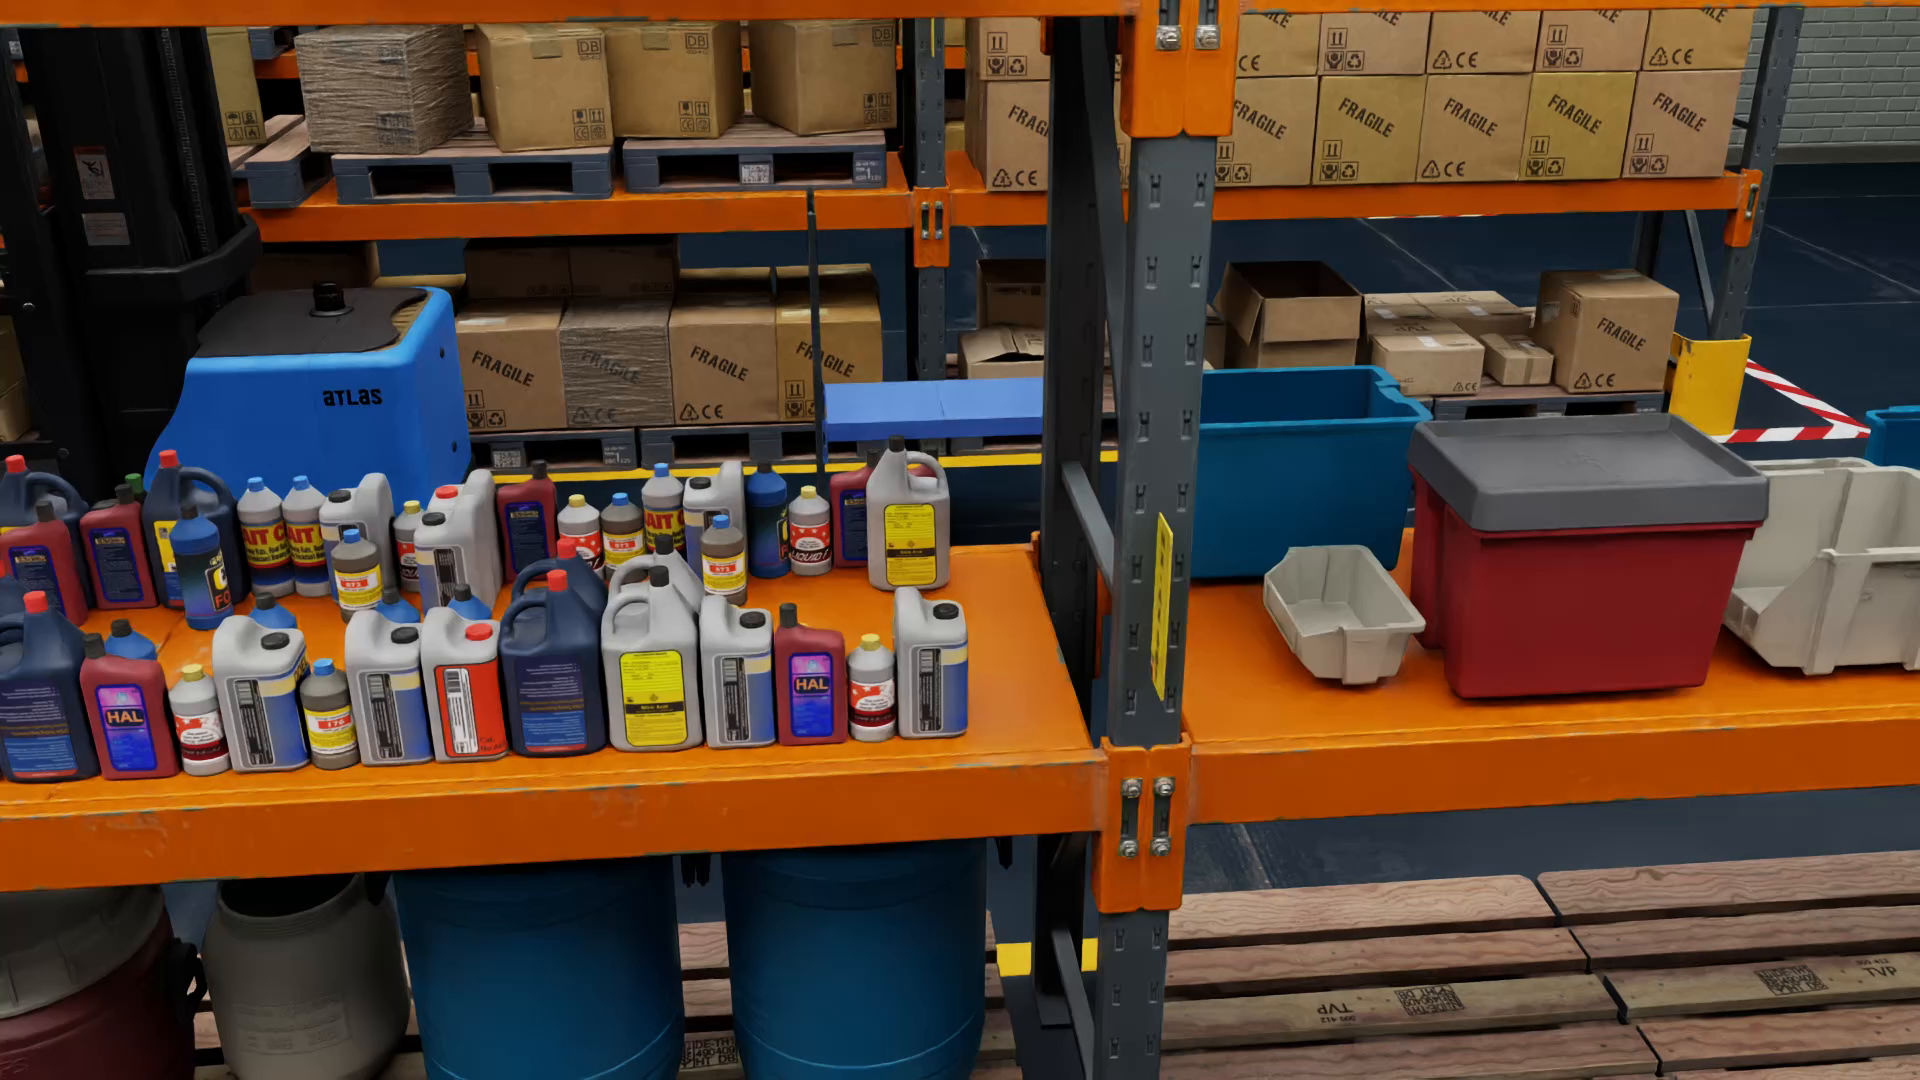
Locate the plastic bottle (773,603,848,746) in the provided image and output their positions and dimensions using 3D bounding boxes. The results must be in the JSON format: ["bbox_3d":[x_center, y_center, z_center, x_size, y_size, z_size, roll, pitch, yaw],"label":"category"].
[{"bbox_3d":[-0.282,0.251,3.136,0.133,0.283,0.061,-2,24,-5],"label":"plastic bottle"}]

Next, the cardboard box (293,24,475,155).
[{"bbox_3d":[-2.615,-2.087,7.612,0.500,0.500,0.700,2,24,5],"label":"cardboard box"}]

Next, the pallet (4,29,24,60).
[{"bbox_3d":[-6.616,-3.638,11.978,1.213,0.211,1.003,-2,24,-5],"label":"pallet"}]

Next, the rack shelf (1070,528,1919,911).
[{"bbox_3d":[2.295,0.272,3.830,4.000,0.370,1.077,-2,24,-5],"label":"rack shelf"}]

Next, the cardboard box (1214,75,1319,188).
[{"bbox_3d":[1.362,-1.975,7.878,0.500,0.500,0.500,-2,24,-5],"label":"cardboard box"}]

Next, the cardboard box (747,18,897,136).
[{"bbox_3d":[-0.672,-2.288,8.064,0.500,0.500,0.700,-11,26,-23],"label":"cardboard box"}]

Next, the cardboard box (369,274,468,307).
[{"bbox_3d":[-2.737,-1.031,8.412,0.500,0.500,0.500,-3,24,-7],"label":"cardboard box"}]

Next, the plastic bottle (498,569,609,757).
[{"bbox_3d":[-0.762,0.222,3.117,0.185,0.351,0.144,-2,24,-5],"label":"plastic bottle"}]

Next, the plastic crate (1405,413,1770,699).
[{"bbox_3d":[1.217,0.033,3.331,0.583,0.464,0.402,-2,24,-5],"label":"plastic crate"}]

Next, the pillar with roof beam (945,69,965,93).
[{"bbox_3d":[0.365,-5.360,8.229,0.400,9.000,9.100,-2,24,-5],"label":"pillar with roof beam"}]

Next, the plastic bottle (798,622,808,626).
[{"bbox_3d":[-0.308,0.257,3.223,0.097,0.201,0.097,0,24,0],"label":"plastic bottle"}]

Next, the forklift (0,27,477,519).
[{"bbox_3d":[-3.588,-1.180,6.296,3.031,2.935,1.130,-3,24,-6],"label":"forklift"}]

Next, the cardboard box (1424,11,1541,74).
[{"bbox_3d":[2.368,-2.469,7.758,0.500,0.500,0.500,-2,24,-4],"label":"cardboard box"}]

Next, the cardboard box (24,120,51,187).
[{"bbox_3d":[-4.526,-1.782,7.675,0.500,0.311,0.500,-1,24,-2],"label":"cardboard box"}]

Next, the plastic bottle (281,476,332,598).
[{"bbox_3d":[-1.464,-0.013,3.746,0.097,0.271,0.097,0,24,0],"label":"plastic bottle"}]

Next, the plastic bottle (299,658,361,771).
[{"bbox_3d":[-1.168,0.316,3.090,0.097,0.201,0.097,0,24,0],"label":"plastic bottle"}]

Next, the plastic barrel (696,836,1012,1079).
[{"bbox_3d":[-0.239,0.805,3.812,0.708,0.901,0.600,-2,24,-5],"label":"plastic barrel"}]

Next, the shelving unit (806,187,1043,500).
[{"bbox_3d":[-0.085,-0.682,6.938,1.048,1.500,0.538,-2,24,-5],"label":"shelving unit"}]

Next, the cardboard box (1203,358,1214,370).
[{"bbox_3d":[1.120,-0.853,8.423,0.250,0.166,0.380,-2,24,-5],"label":"cardboard box"}]

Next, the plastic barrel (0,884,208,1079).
[{"bbox_3d":[-2.067,1.022,3.710,0.708,0.588,0.600,-2,24,-5],"label":"plastic barrel"}]

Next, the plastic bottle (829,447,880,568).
[{"bbox_3d":[-0.235,-0.076,3.871,0.133,0.283,0.061,-2,24,-5],"label":"plastic bottle"}]

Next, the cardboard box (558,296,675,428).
[{"bbox_3d":[-1.634,-0.866,8.041,0.500,0.500,0.500,-2,24,-4],"label":"cardboard box"}]

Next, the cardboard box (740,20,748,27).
[{"bbox_3d":[-1.611,-4.027,12.103,0.500,0.500,0.500,-2,24,-5],"label":"cardboard box"}]

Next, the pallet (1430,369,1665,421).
[{"bbox_3d":[2.933,-0.829,8.855,1.213,0.211,1.003,-2,24,-5],"label":"pallet"}]

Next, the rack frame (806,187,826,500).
[{"bbox_3d":[-0.591,-0.662,6.892,0.032,1.500,0.500,-2,24,-5],"label":"rack frame"}]

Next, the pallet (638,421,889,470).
[{"bbox_3d":[-0.985,-0.657,8.468,1.213,0.211,1.003,-2,24,-5],"label":"pallet"}]

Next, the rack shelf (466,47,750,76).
[{"bbox_3d":[-2.660,-3.572,12.480,4.000,0.370,1.077,-2,24,-5],"label":"rack shelf"}]

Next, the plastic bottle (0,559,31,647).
[{"bbox_3d":[-1.823,0.203,3.161,0.185,0.351,0.144,-2,24,-5],"label":"plastic bottle"}]

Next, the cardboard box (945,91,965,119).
[{"bbox_3d":[-0.079,-3.390,12.945,0.250,0.149,0.380,-2,24,-5],"label":"cardboard box"}]

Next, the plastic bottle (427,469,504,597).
[{"bbox_3d":[-1.115,-0.018,3.751,0.135,0.276,0.152,-2,24,-5],"label":"plastic bottle"}]

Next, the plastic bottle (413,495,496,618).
[{"bbox_3d":[-1.100,0.043,3.613,0.135,0.276,0.152,-2,24,-5],"label":"plastic bottle"}]

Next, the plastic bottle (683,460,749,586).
[{"bbox_3d":[-0.558,-0.041,3.801,0.135,0.276,0.152,-2,24,-5],"label":"plastic bottle"}]

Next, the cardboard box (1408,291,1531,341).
[{"bbox_3d":[2.735,-1.156,9.001,0.500,0.250,0.500,-2,24,-5],"label":"cardboard box"}]

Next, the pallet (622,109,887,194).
[{"bbox_3d":[-0.985,-1.903,8.075,1.213,0.211,1.003,-2,24,-5],"label":"pallet"}]

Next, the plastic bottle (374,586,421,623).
[{"bbox_3d":[-1.086,0.219,3.222,0.097,0.271,0.097,0,24,0],"label":"plastic bottle"}]

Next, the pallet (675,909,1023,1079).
[{"bbox_3d":[-0.468,1.312,4.039,1.213,0.211,1.003,-2,24,-5],"label":"pallet"}]

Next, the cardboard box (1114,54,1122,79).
[{"bbox_3d":[0.831,-2.407,7.619,0.500,0.500,0.500,-3,24,-7],"label":"cardboard box"}]

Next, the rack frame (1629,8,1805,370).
[{"bbox_3d":[3.802,-2.138,8.368,0.127,3.000,1.000,-2,24,-5],"label":"rack frame"}]

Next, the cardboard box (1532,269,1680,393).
[{"bbox_3d":[3.285,-1.076,8.514,0.500,0.500,0.500,-2,24,-5],"label":"cardboard box"}]

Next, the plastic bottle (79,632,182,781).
[{"bbox_3d":[-1.512,0.300,3.025,0.133,0.283,0.061,-2,24,-5],"label":"plastic bottle"}]

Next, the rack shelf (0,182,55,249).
[{"bbox_3d":[-6.150,-1.411,7.616,4.000,0.370,1.077,-2,24,-5],"label":"rack shelf"}]

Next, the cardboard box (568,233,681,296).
[{"bbox_3d":[-1.679,-1.420,8.363,0.500,0.250,0.500,-2,24,-5],"label":"cardboard box"}]

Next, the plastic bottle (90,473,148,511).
[{"bbox_3d":[-1.862,-0.010,3.724,0.133,0.283,0.061,-2,24,-5],"label":"plastic bottle"}]

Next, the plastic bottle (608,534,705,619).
[{"bbox_3d":[-0.593,0.157,3.265,0.185,0.351,0.144,-2,24,-5],"label":"plastic bottle"}]

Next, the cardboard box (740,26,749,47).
[{"bbox_3d":[-1.489,-3.736,12.246,0.250,0.149,0.380,-2,24,-3],"label":"cardboard box"}]

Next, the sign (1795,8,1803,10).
[{"bbox_3d":[3.836,-2.587,7.562,0.005,0.325,0.100,-2,24,-5],"label":"sign"}]

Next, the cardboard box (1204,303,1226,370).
[{"bbox_3d":[1.107,-1.119,8.842,0.500,0.311,0.500,-2,24,-5],"label":"cardboard box"}]

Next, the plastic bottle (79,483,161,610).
[{"bbox_3d":[-1.856,0.014,3.669,0.133,0.283,0.061,-2,24,-5],"label":"plastic bottle"}]

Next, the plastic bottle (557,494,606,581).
[{"bbox_3d":[-0.870,-0.005,3.813,0.097,0.201,0.097,0,24,0],"label":"plastic bottle"}]

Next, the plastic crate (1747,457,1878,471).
[{"bbox_3d":[2.008,-0.074,3.975,0.466,0.136,0.293,-2,24,-5],"label":"plastic crate"}]

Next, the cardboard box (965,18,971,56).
[{"bbox_3d":[0.299,-2.606,8.066,0.500,0.500,0.500,-2,24,-5],"label":"cardboard box"}]

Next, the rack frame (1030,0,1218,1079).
[{"bbox_3d":[0.304,0.023,3.504,0.127,3.000,1.000,-2,24,-5],"label":"rack frame"}]

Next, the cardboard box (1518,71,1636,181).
[{"bbox_3d":[2.867,-2.034,8.010,0.500,0.500,0.500,-2,24,-5],"label":"cardboard box"}]

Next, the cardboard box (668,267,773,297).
[{"bbox_3d":[-1.214,-1.091,8.547,0.500,0.500,0.500,-2,24,-4],"label":"cardboard box"}]

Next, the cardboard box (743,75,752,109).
[{"bbox_3d":[-1.304,-3.112,12.688,0.750,0.750,0.750,-2,24,-5],"label":"cardboard box"}]

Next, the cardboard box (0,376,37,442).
[{"bbox_3d":[-4.659,-0.635,7.854,0.500,0.250,0.500,-2,24,-4],"label":"cardboard box"}]
